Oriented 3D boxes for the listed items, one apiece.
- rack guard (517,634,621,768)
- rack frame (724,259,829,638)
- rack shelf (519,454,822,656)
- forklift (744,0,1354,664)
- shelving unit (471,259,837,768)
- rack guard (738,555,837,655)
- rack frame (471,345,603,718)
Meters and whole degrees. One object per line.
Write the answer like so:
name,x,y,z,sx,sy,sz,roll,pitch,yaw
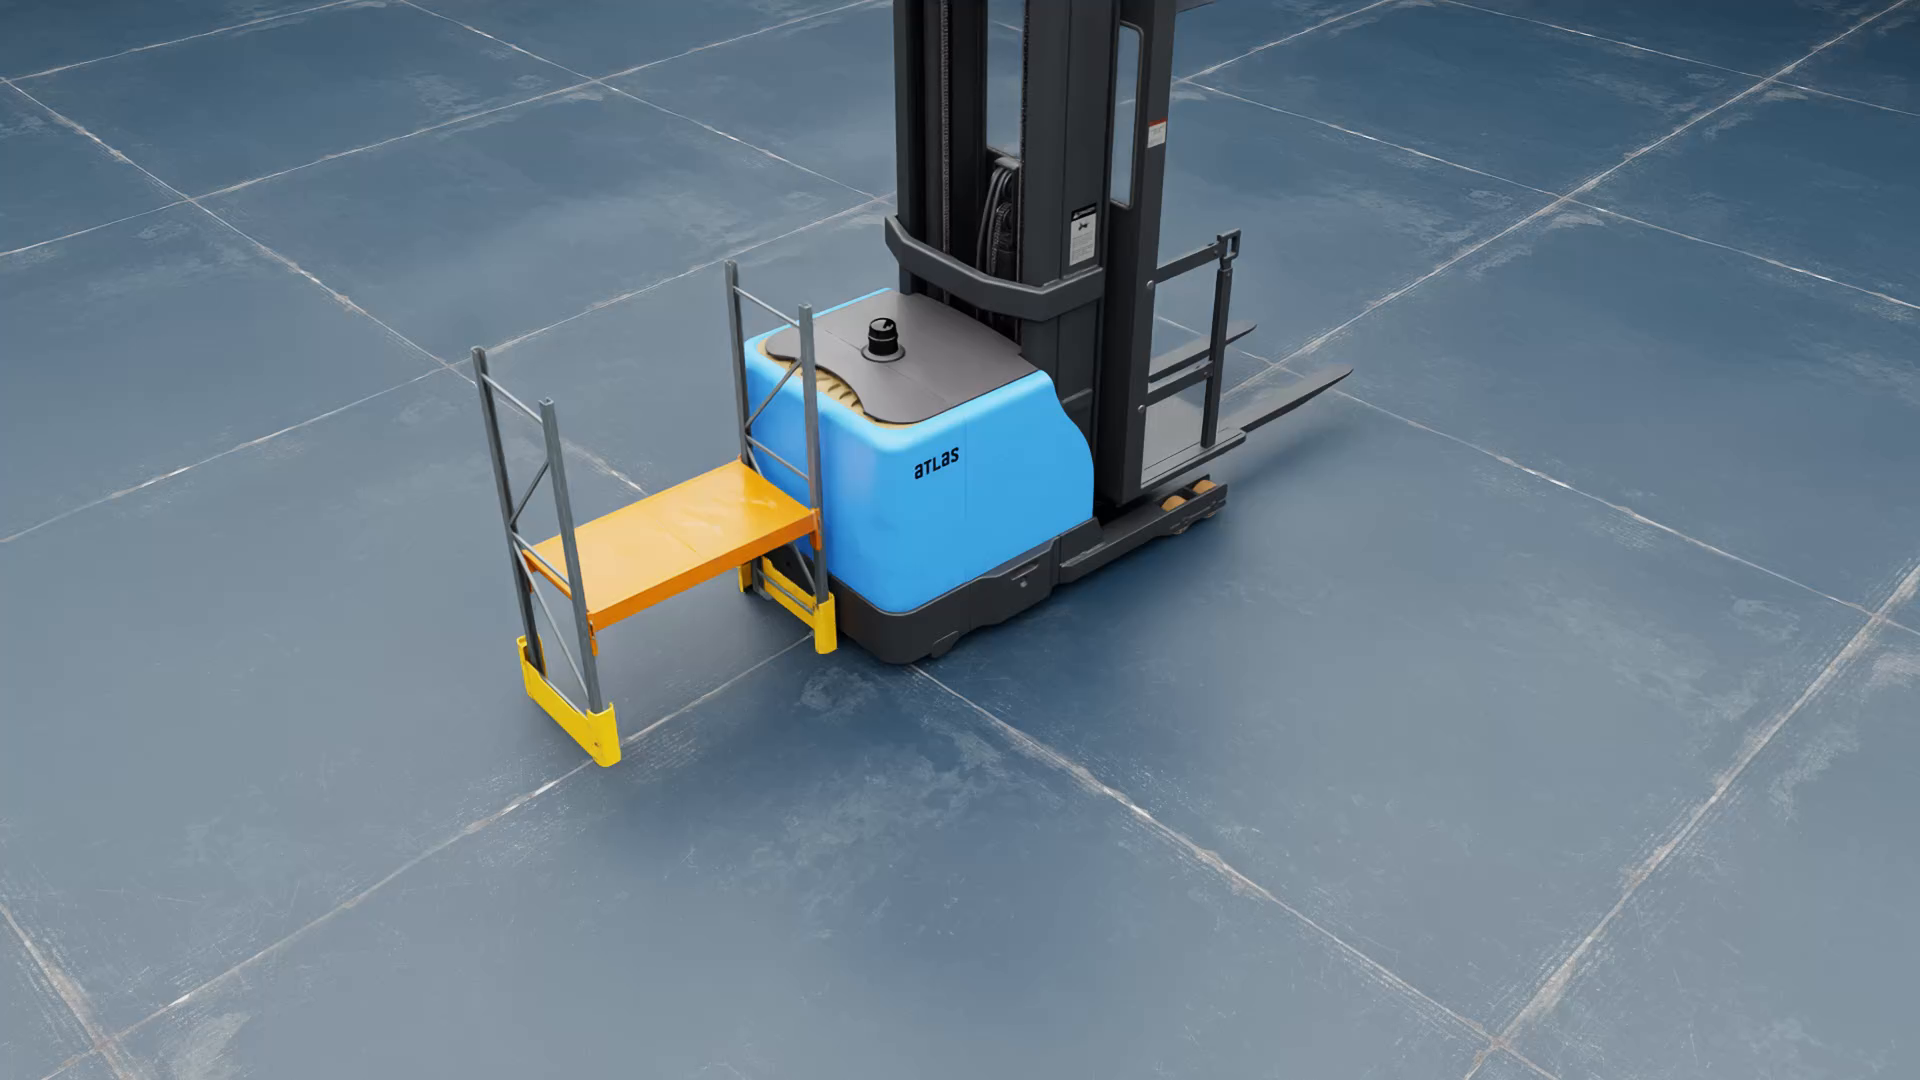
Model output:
rack guard,-1.457,0.589,6.186,0.087,0.250,0.587,-26,43,-33
rack frame,-0.691,-0.304,6.375,0.032,1.500,0.500,-26,43,-33
rack shelf,-1.074,0.034,6.204,1.000,0.185,0.538,-26,43,-33
forklift,0.550,-1.431,6.740,3.031,2.935,1.130,-26,43,-33
shelving unit,-1.081,-0.110,6.097,1.083,1.500,0.587,-26,43,-33
rack guard,-0.705,0.216,6.722,0.087,0.250,0.587,-26,43,-33
rack frame,-1.458,0.077,5.828,0.032,1.500,0.500,-26,43,-33
